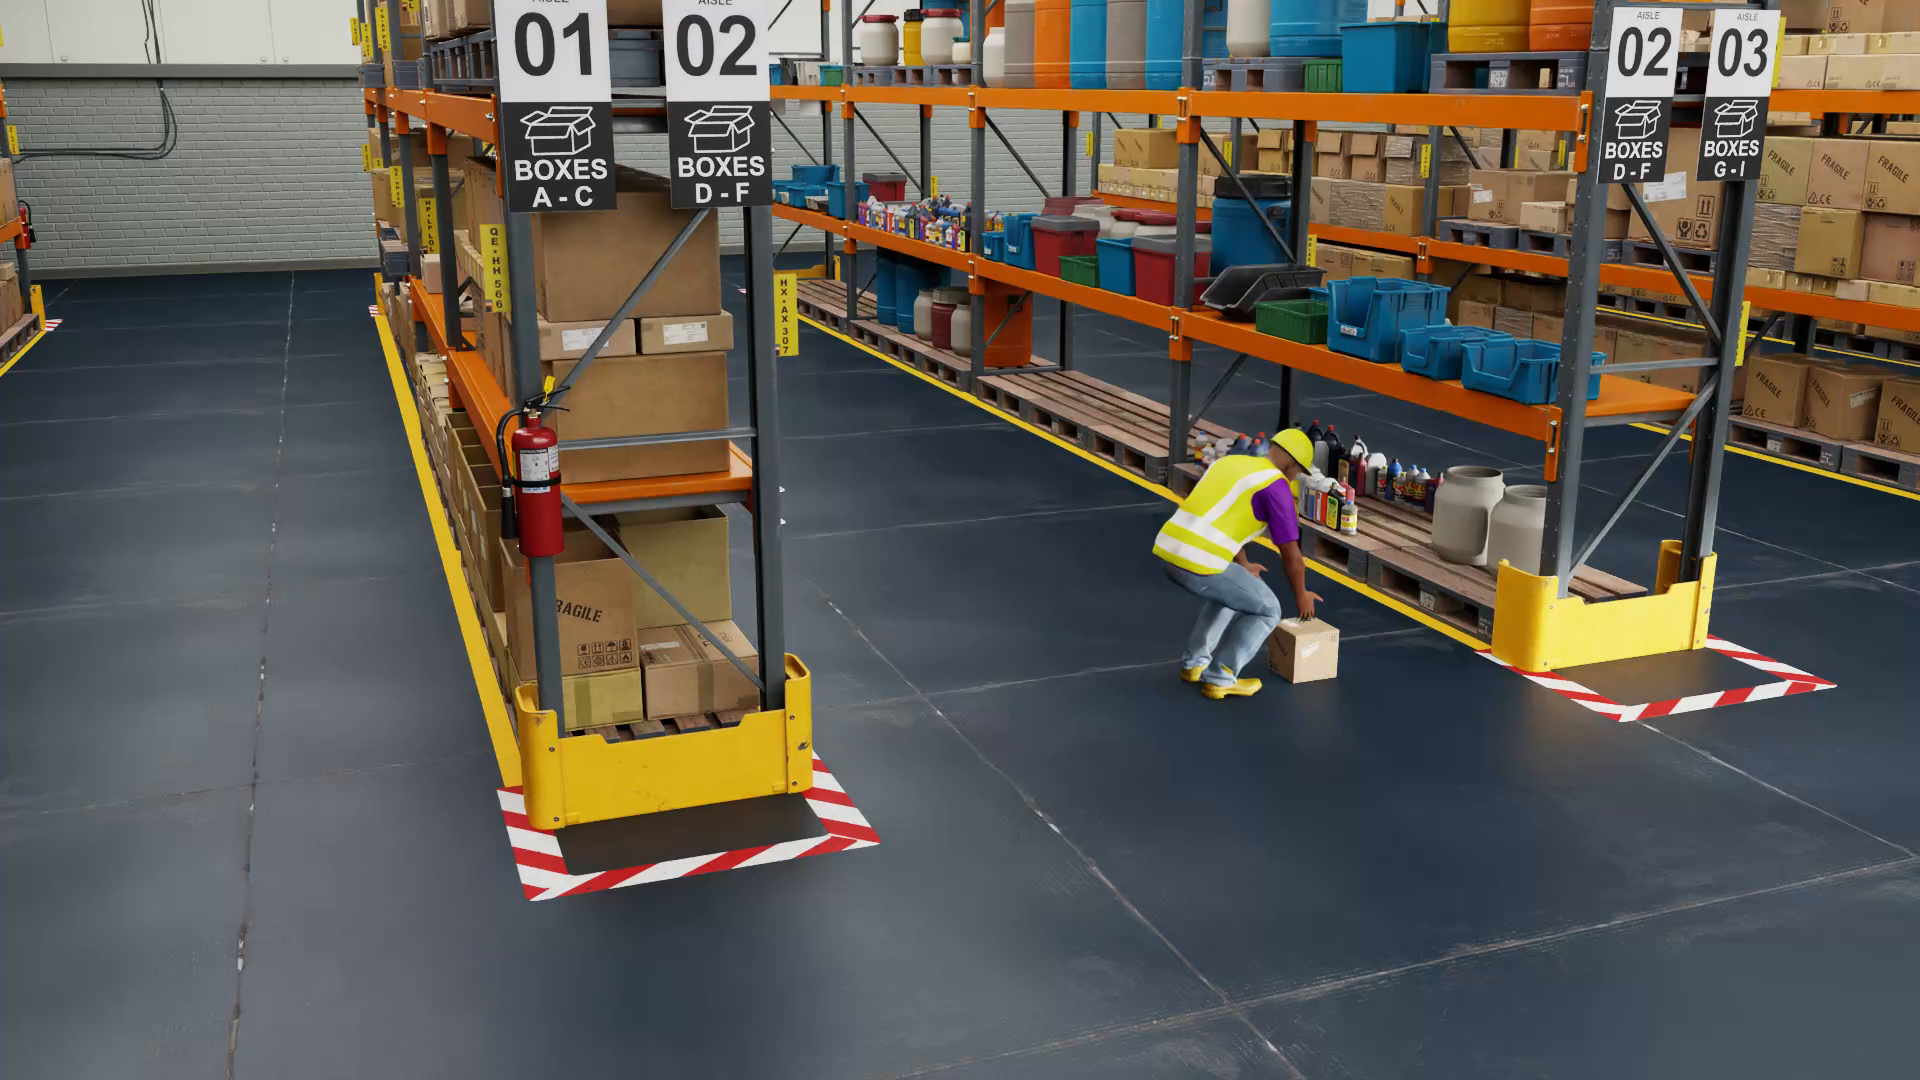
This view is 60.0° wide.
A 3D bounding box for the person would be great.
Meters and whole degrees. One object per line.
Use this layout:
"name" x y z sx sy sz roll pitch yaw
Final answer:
"person" 1.334 0.093 8.108 0.828 1.253 0.625 -6 17 -20
